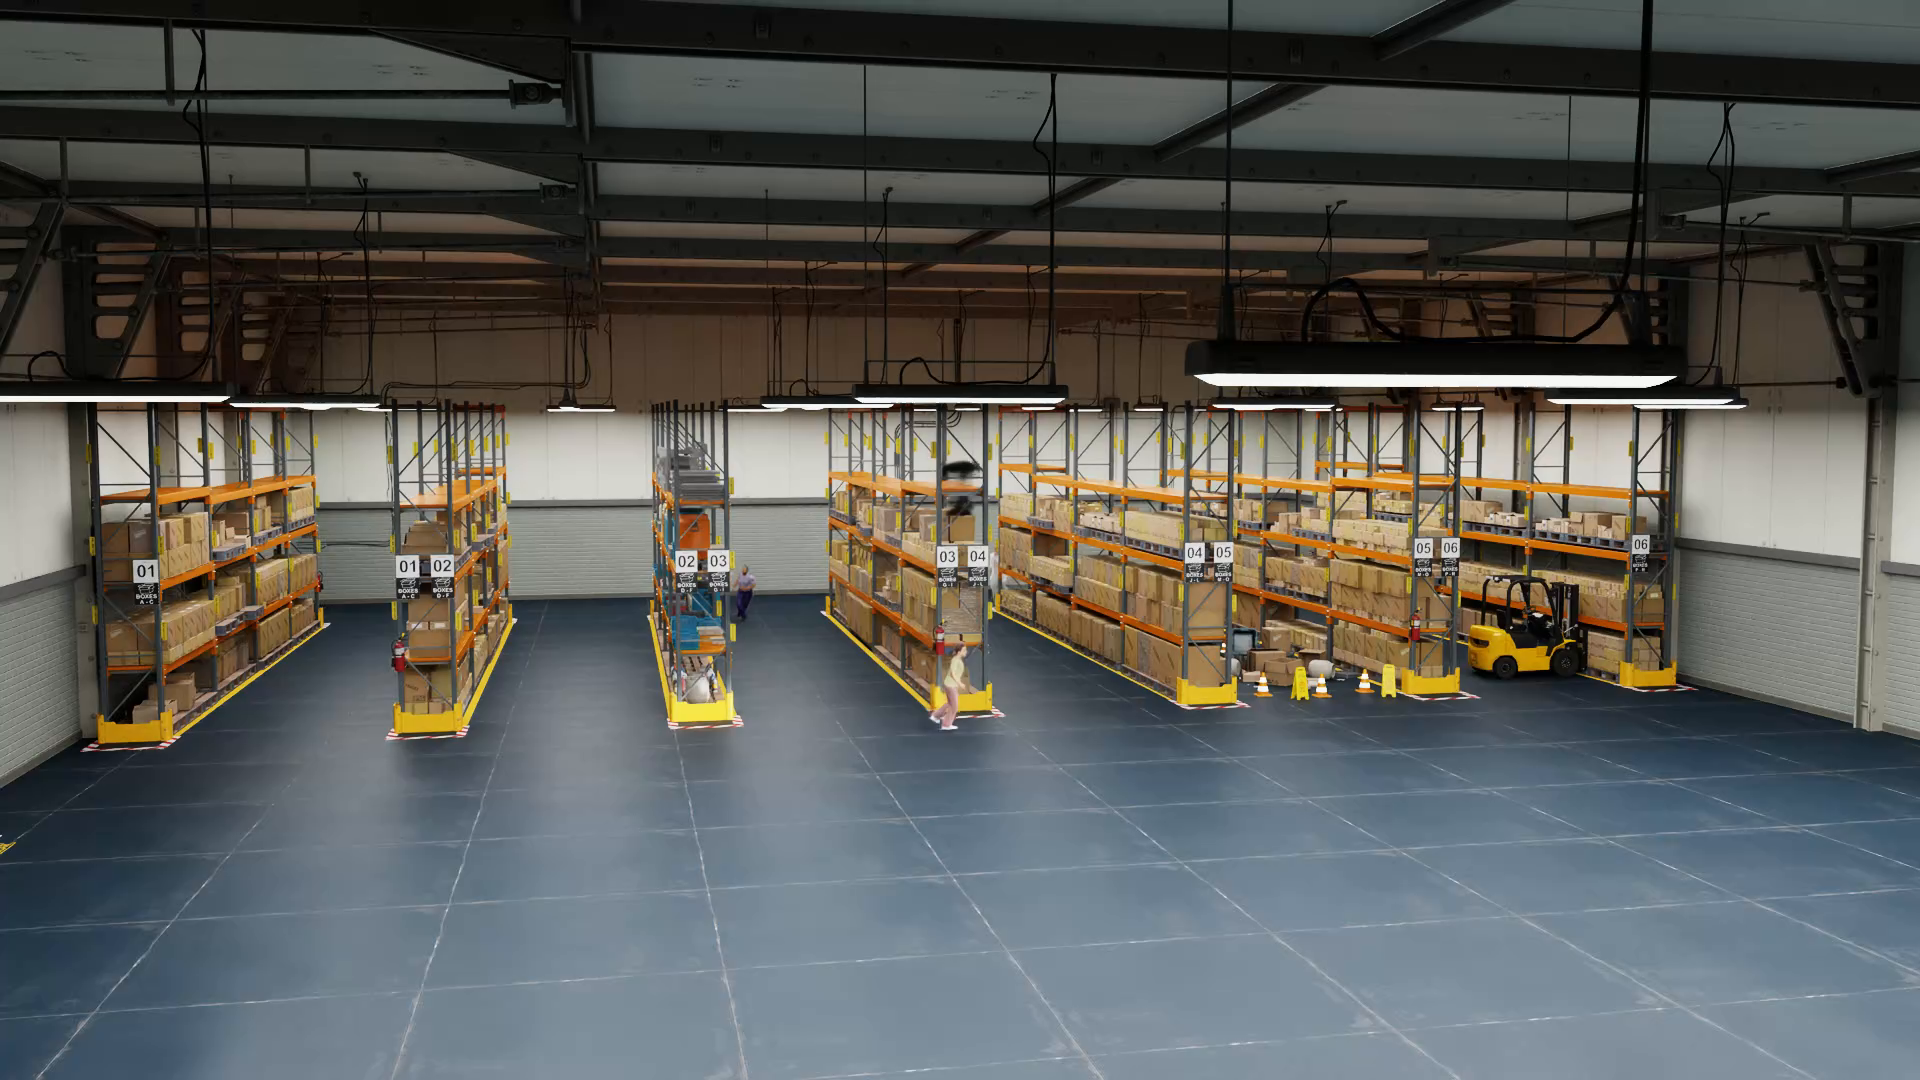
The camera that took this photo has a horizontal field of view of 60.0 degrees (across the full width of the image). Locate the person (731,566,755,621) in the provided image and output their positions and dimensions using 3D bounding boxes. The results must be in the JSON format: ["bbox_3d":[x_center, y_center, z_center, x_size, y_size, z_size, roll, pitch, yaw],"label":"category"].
[{"bbox_3d":[-6.006,1.485,46.276,0.716,1.580,0.608,1,4,8],"label":"person"}]

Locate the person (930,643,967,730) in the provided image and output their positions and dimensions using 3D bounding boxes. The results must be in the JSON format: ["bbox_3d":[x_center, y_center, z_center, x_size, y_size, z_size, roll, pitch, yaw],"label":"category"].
[{"bbox_3d":[-0.212,2.652,30.156,0.694,1.593,0.562,0,4,5],"label":"person"}]

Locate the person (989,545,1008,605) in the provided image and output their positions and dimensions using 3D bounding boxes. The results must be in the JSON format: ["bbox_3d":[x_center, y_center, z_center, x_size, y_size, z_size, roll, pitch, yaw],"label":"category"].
[{"bbox_3d":[1.158,1.060,50.329,0.794,1.843,0.782,2,5,30],"label":"person"}]
